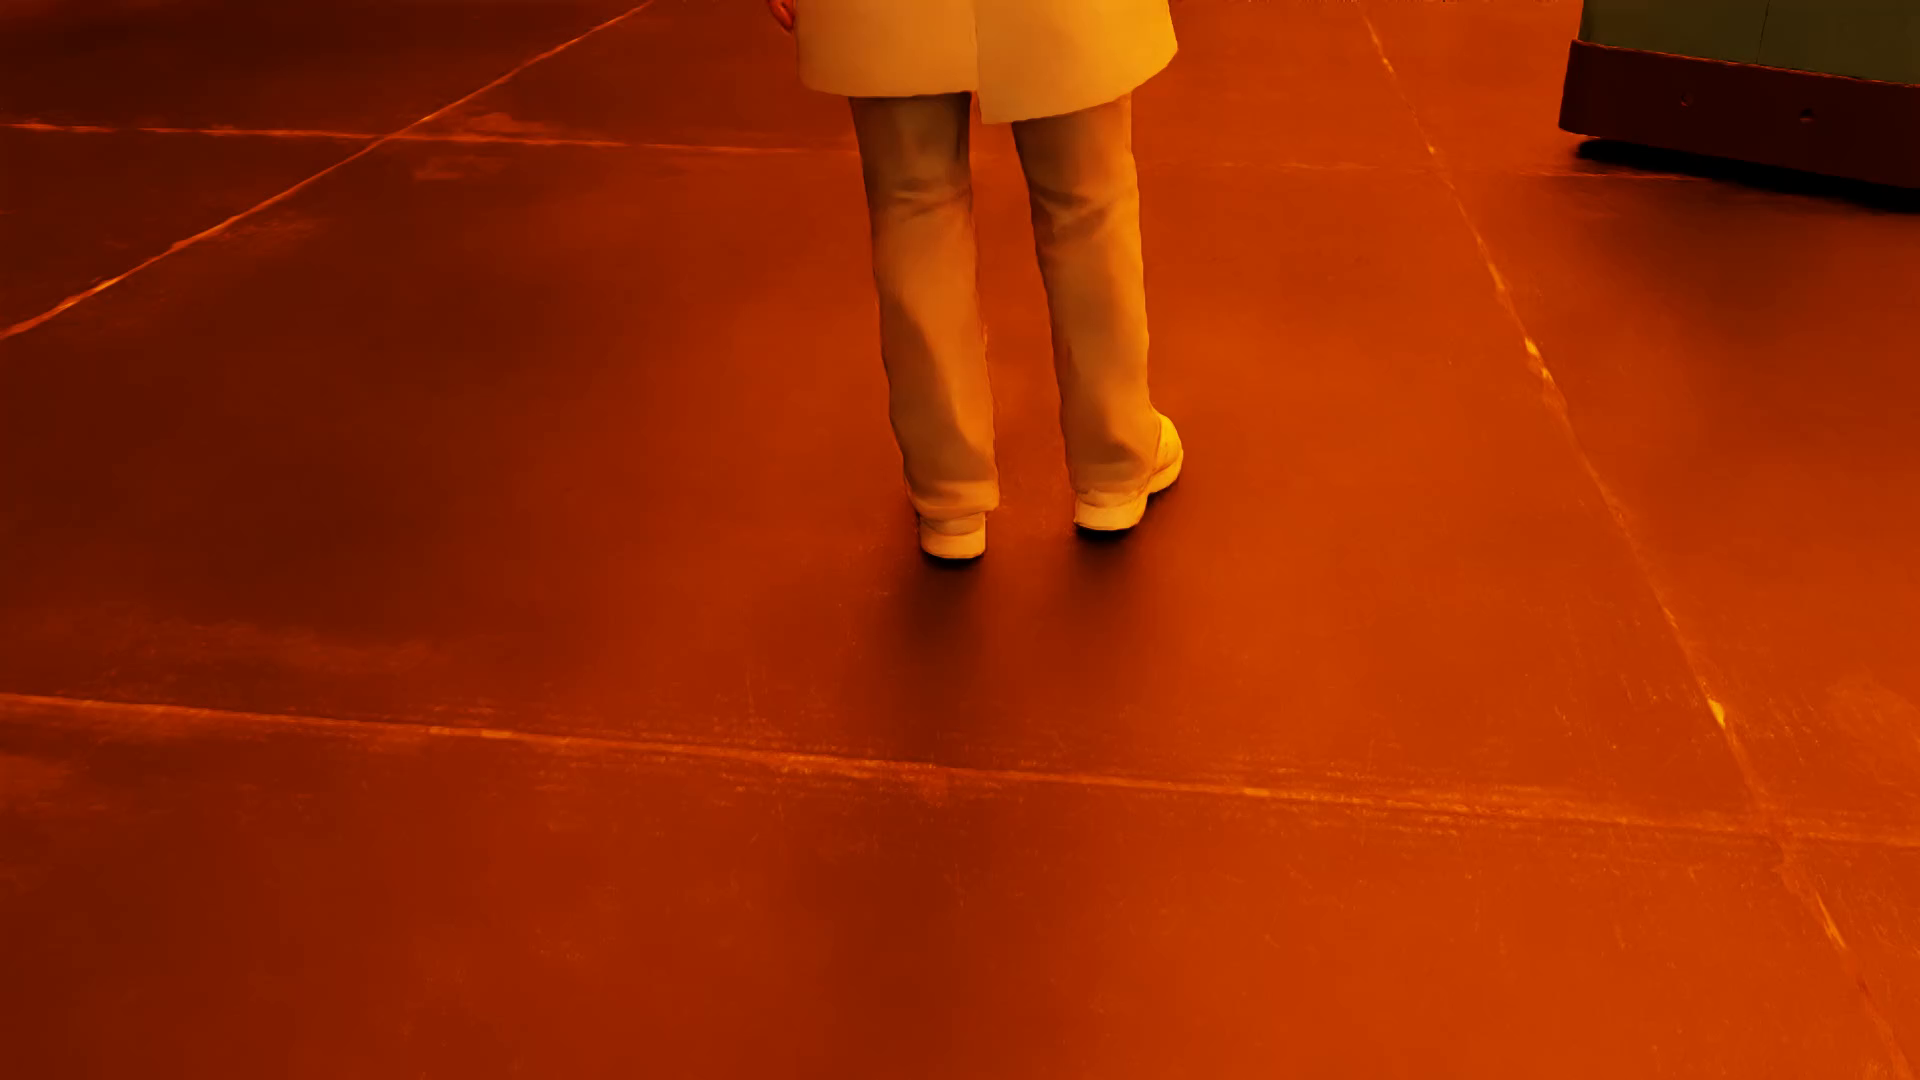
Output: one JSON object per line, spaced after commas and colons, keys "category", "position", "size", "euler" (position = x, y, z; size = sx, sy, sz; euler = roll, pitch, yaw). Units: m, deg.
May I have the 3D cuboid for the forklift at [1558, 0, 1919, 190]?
{"category": "forklift", "position": [3.054, -2.724, 4.677], "size": [1.130, 2.935, 3.031], "euler": [23, 35, 38]}

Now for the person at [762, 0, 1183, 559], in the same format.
{"category": "person", "position": [0.017, -0.842, 2.180], "size": [0.694, 1.776, 0.579], "euler": [3, 27, 7]}
